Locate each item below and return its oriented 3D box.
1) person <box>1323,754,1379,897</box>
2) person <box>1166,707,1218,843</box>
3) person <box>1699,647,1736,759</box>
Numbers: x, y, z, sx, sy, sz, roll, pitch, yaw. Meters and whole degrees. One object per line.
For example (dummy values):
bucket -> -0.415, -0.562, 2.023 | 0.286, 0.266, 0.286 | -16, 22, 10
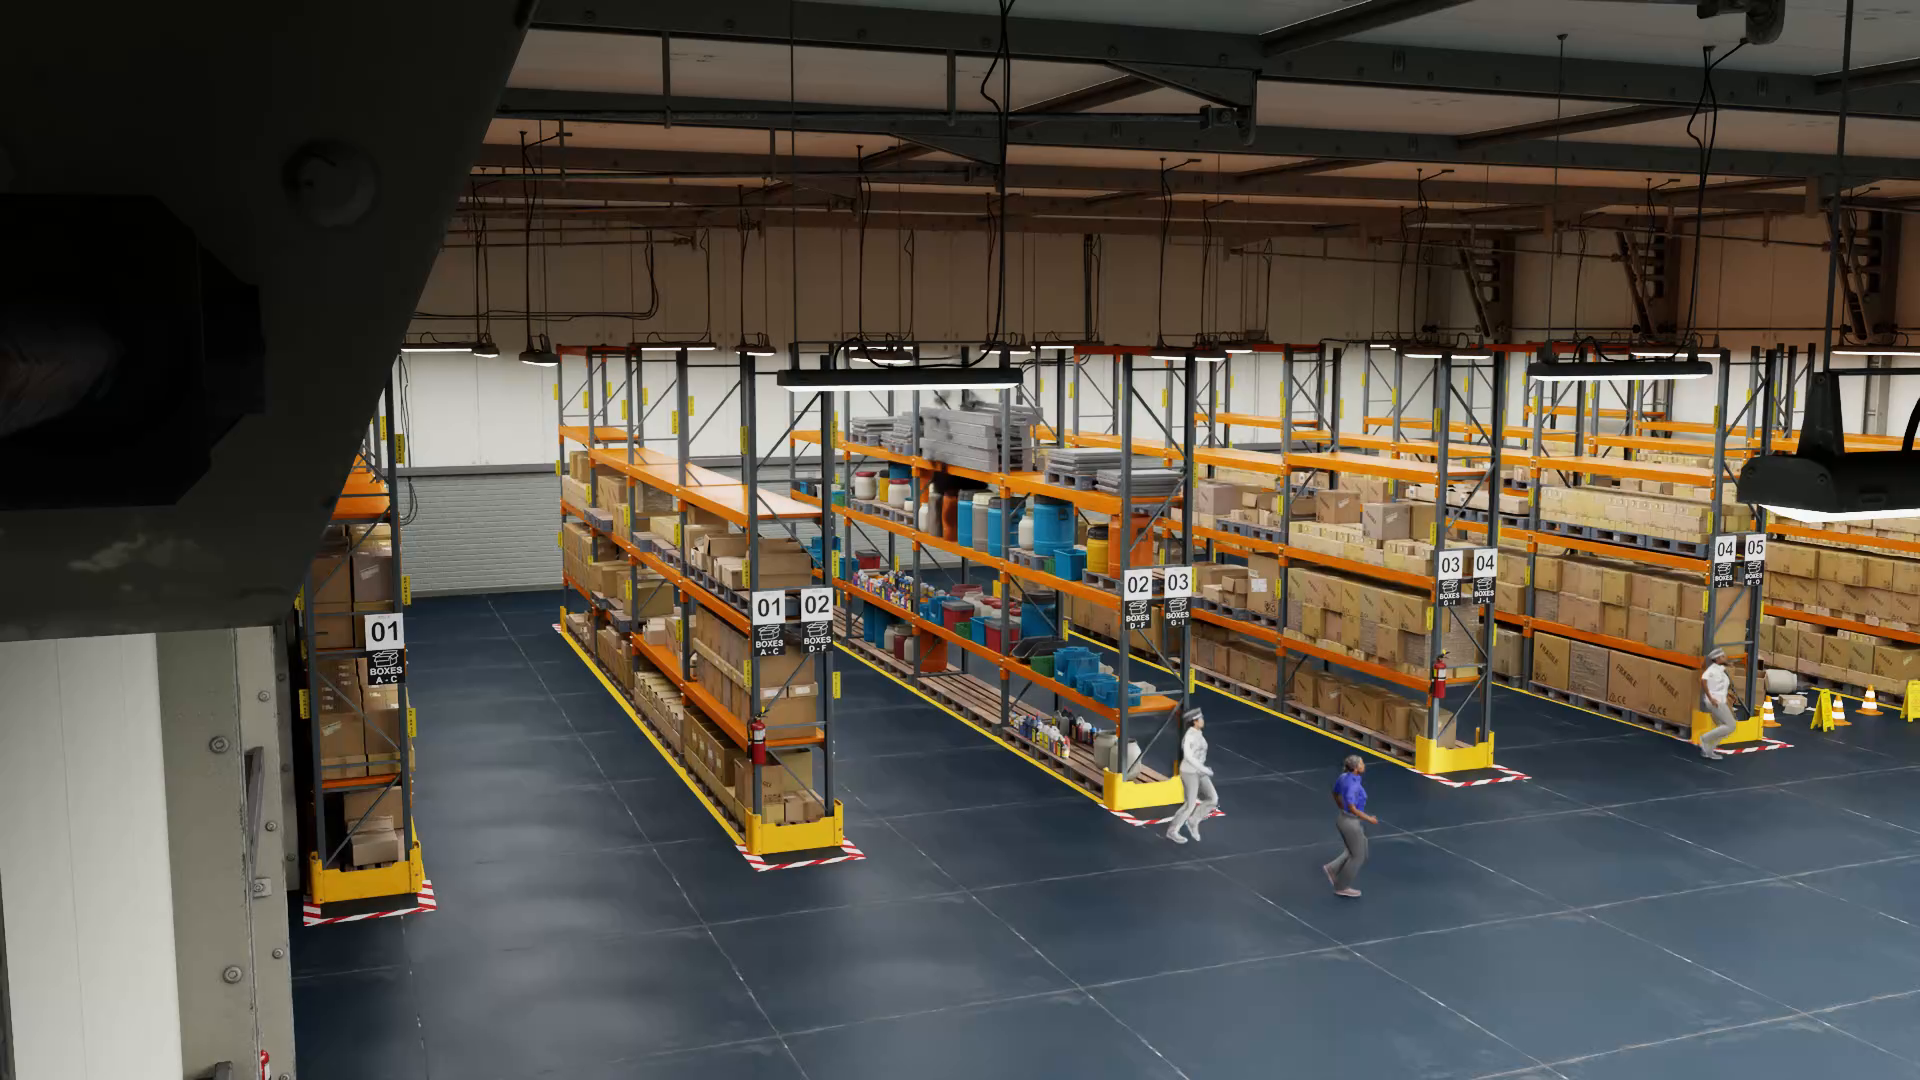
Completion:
person -> 4.374, 3.183, 18.549 | 0.533, 1.618, 0.593 | 0, 7, 2
person -> 2.914, 2.899, 20.656 | 0.603, 1.652, 0.676 | 3, 8, 20
person -> 11.233, 2.404, 24.599 | 0.505, 1.642, 0.620 | 4, 8, 26
